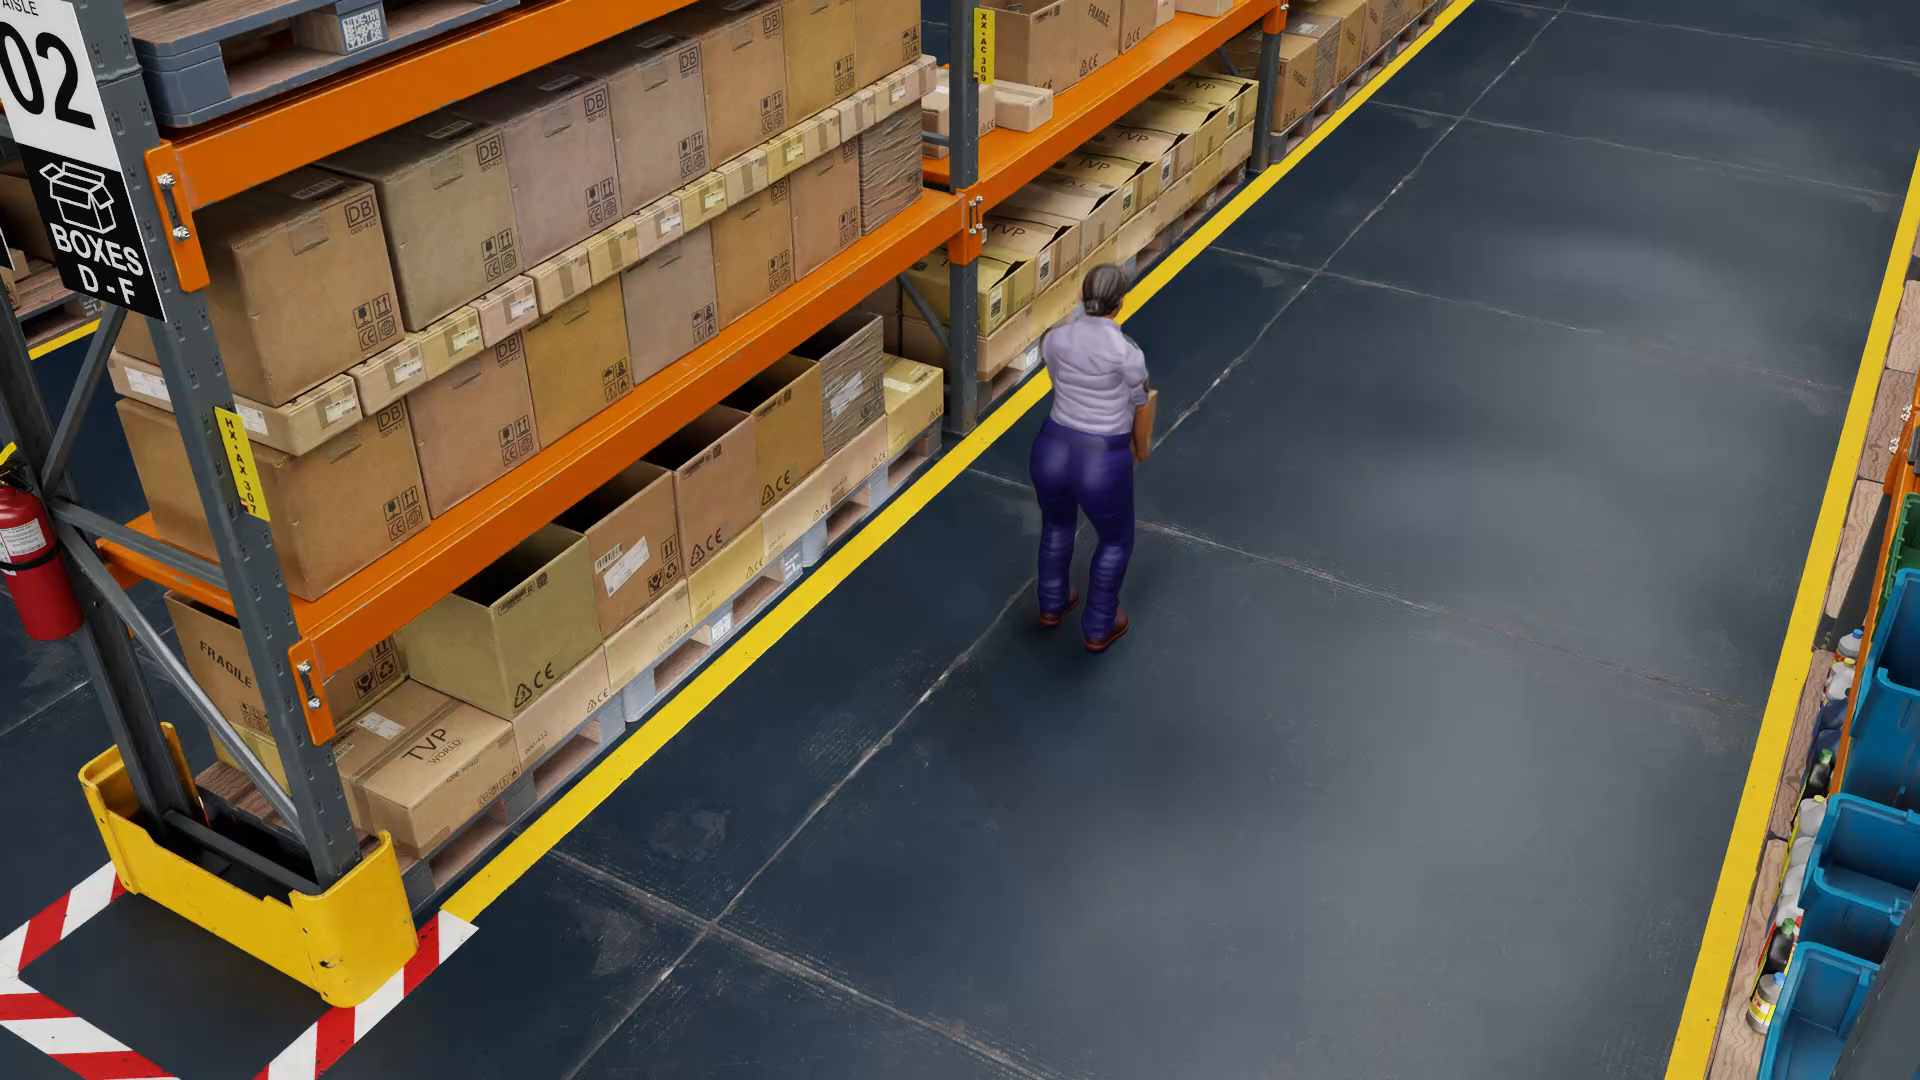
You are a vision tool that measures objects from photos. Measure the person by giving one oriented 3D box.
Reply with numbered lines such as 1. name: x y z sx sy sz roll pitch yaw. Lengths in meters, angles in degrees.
1. person: 0.492 -0.318 6.629 0.559 1.636 0.426 16 37 21
